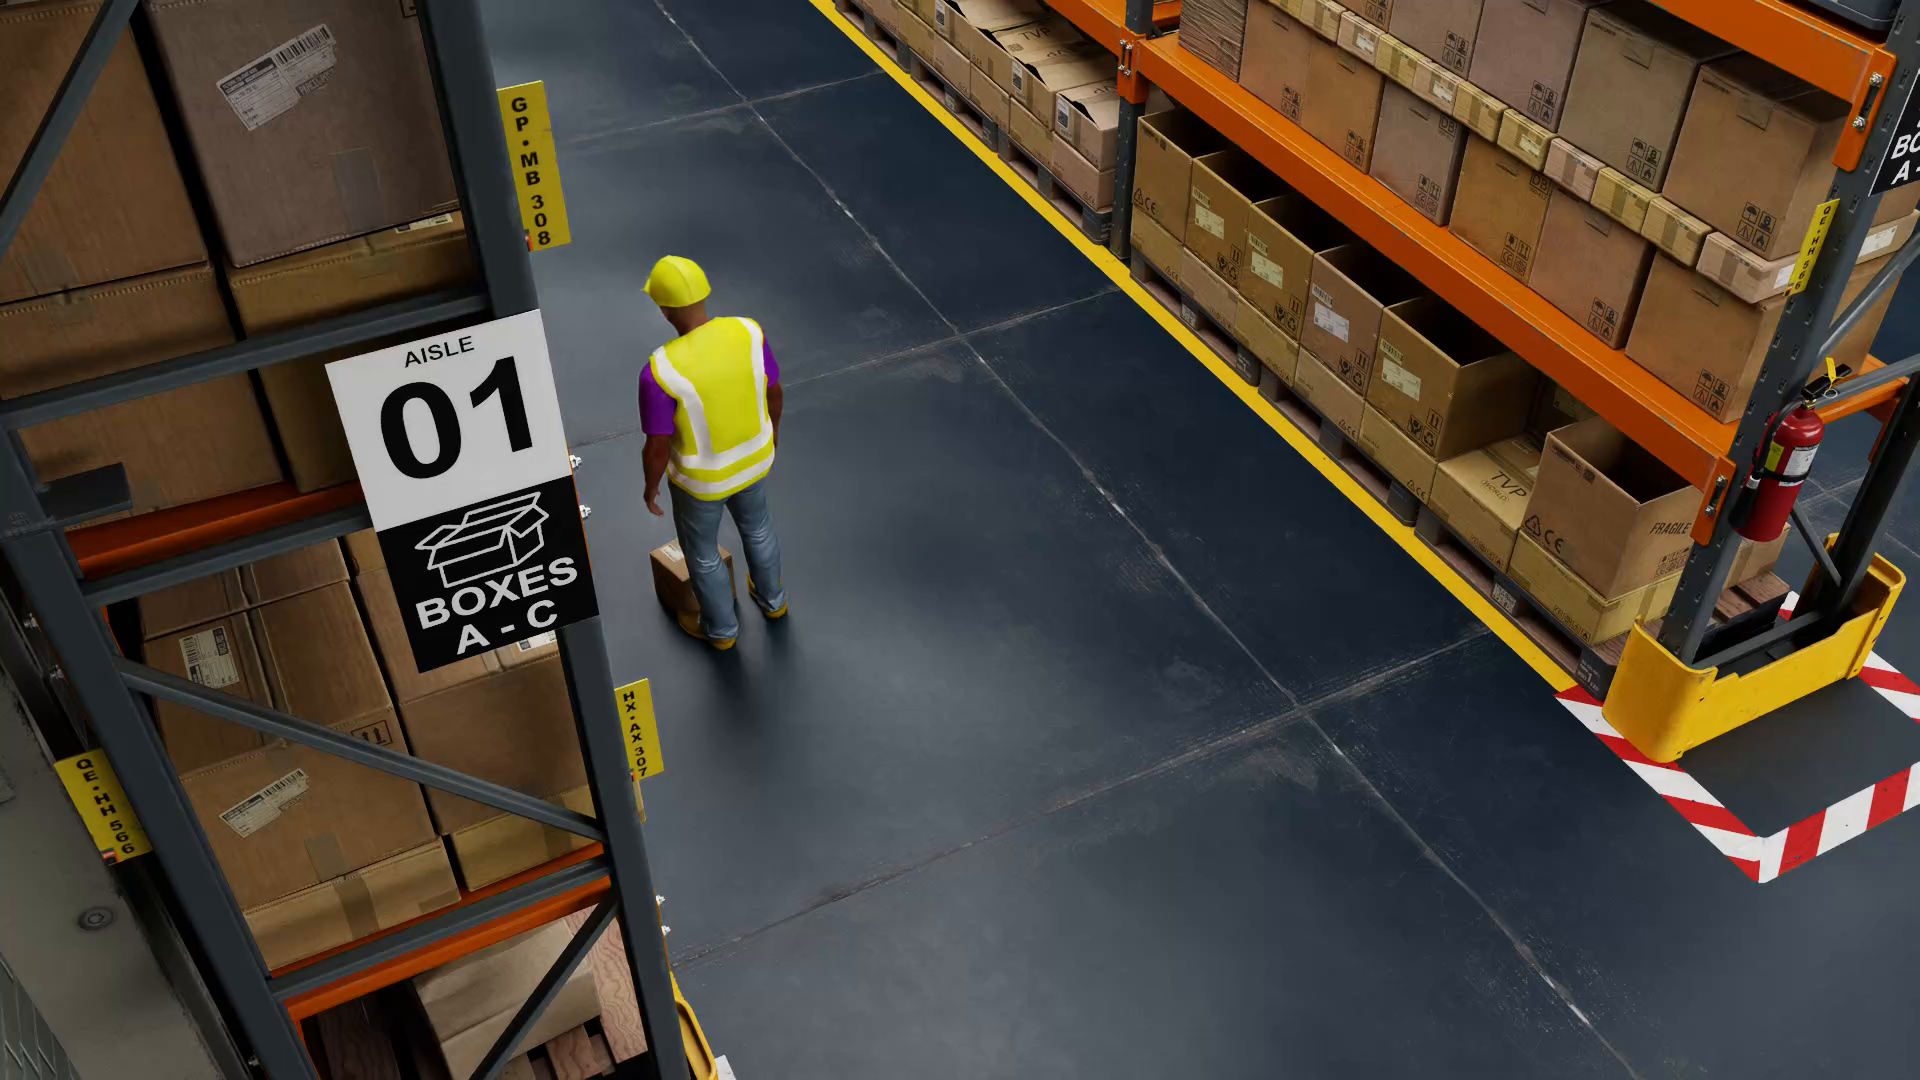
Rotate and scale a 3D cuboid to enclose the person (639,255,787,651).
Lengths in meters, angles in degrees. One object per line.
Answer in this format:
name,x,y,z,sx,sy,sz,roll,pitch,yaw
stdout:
person,-0.964,-0.321,6.512,0.628,1.761,0.456,-29,49,-29
